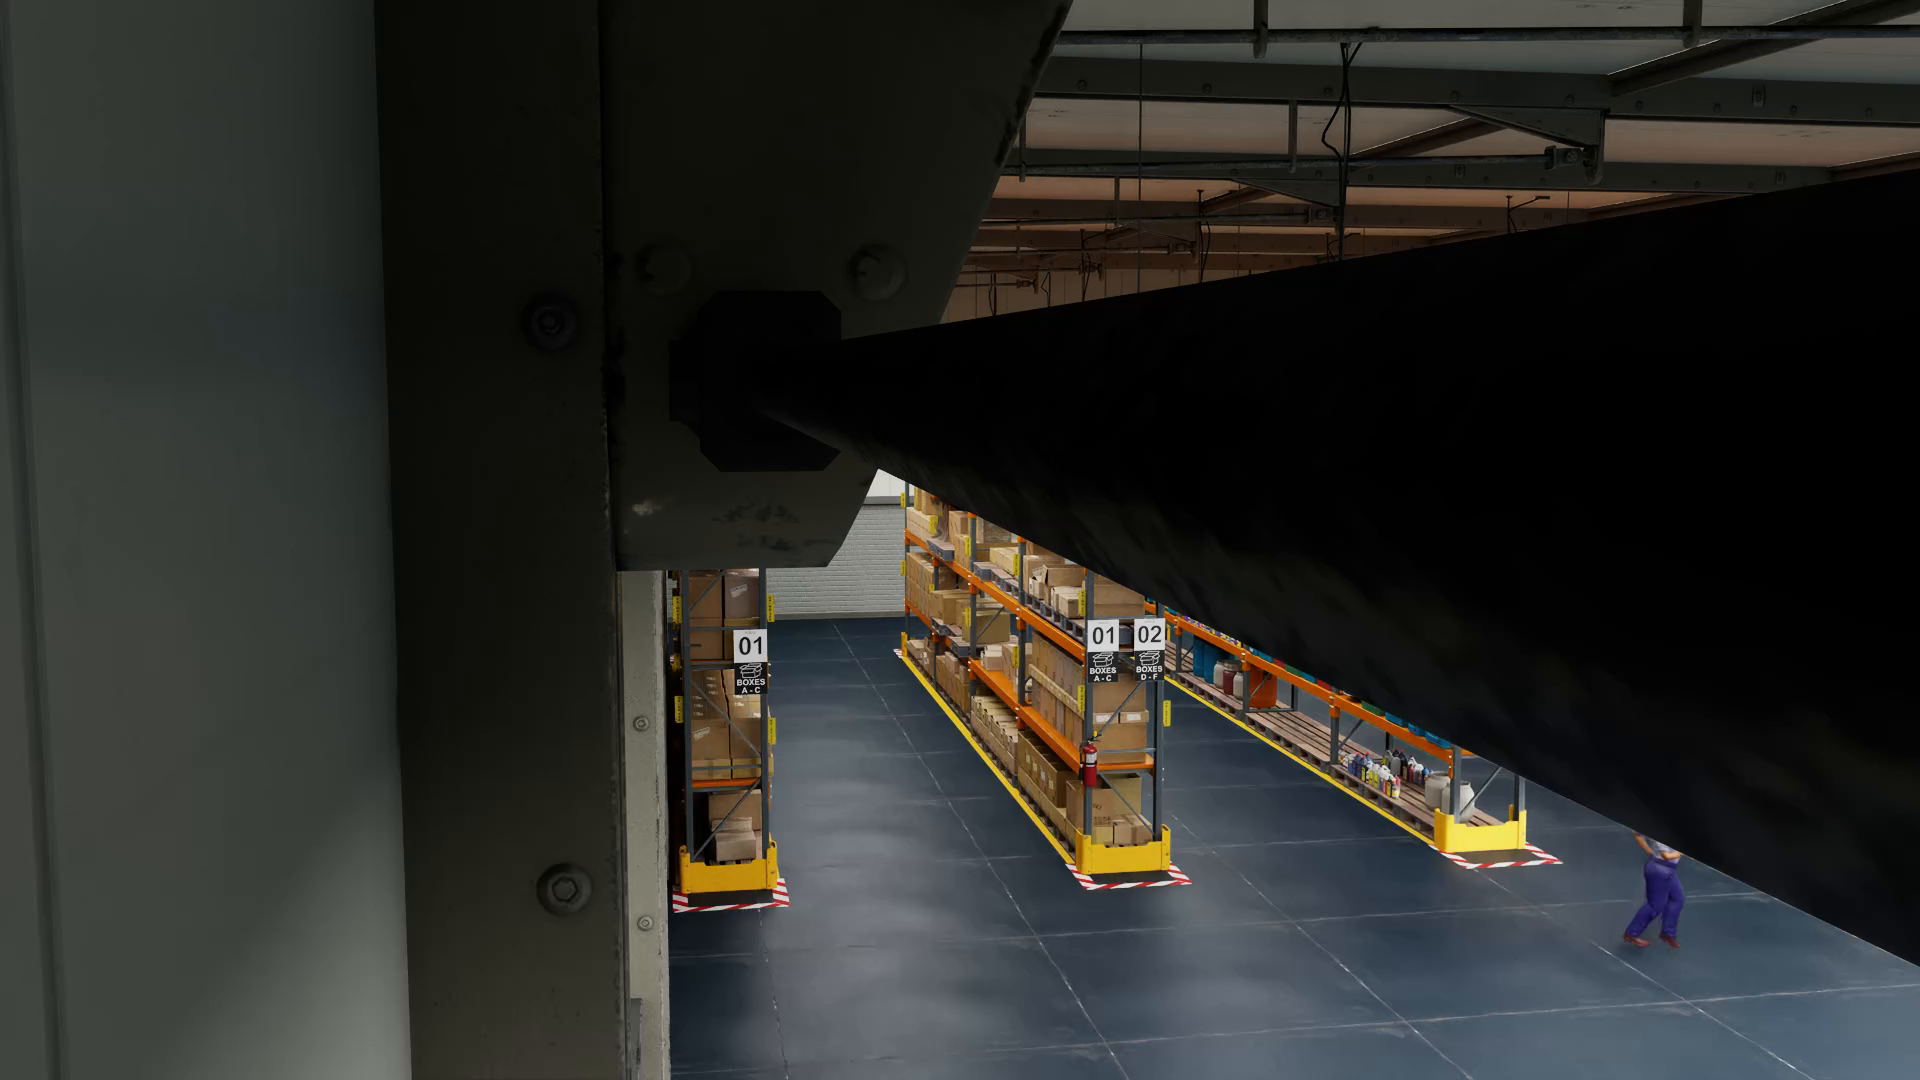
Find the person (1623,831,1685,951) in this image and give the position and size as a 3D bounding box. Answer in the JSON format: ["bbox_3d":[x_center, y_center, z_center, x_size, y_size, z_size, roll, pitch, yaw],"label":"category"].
[{"bbox_3d":[7.588,3.651,18.036,0.708,1.704,0.585,2,6,17],"label":"person"}]
